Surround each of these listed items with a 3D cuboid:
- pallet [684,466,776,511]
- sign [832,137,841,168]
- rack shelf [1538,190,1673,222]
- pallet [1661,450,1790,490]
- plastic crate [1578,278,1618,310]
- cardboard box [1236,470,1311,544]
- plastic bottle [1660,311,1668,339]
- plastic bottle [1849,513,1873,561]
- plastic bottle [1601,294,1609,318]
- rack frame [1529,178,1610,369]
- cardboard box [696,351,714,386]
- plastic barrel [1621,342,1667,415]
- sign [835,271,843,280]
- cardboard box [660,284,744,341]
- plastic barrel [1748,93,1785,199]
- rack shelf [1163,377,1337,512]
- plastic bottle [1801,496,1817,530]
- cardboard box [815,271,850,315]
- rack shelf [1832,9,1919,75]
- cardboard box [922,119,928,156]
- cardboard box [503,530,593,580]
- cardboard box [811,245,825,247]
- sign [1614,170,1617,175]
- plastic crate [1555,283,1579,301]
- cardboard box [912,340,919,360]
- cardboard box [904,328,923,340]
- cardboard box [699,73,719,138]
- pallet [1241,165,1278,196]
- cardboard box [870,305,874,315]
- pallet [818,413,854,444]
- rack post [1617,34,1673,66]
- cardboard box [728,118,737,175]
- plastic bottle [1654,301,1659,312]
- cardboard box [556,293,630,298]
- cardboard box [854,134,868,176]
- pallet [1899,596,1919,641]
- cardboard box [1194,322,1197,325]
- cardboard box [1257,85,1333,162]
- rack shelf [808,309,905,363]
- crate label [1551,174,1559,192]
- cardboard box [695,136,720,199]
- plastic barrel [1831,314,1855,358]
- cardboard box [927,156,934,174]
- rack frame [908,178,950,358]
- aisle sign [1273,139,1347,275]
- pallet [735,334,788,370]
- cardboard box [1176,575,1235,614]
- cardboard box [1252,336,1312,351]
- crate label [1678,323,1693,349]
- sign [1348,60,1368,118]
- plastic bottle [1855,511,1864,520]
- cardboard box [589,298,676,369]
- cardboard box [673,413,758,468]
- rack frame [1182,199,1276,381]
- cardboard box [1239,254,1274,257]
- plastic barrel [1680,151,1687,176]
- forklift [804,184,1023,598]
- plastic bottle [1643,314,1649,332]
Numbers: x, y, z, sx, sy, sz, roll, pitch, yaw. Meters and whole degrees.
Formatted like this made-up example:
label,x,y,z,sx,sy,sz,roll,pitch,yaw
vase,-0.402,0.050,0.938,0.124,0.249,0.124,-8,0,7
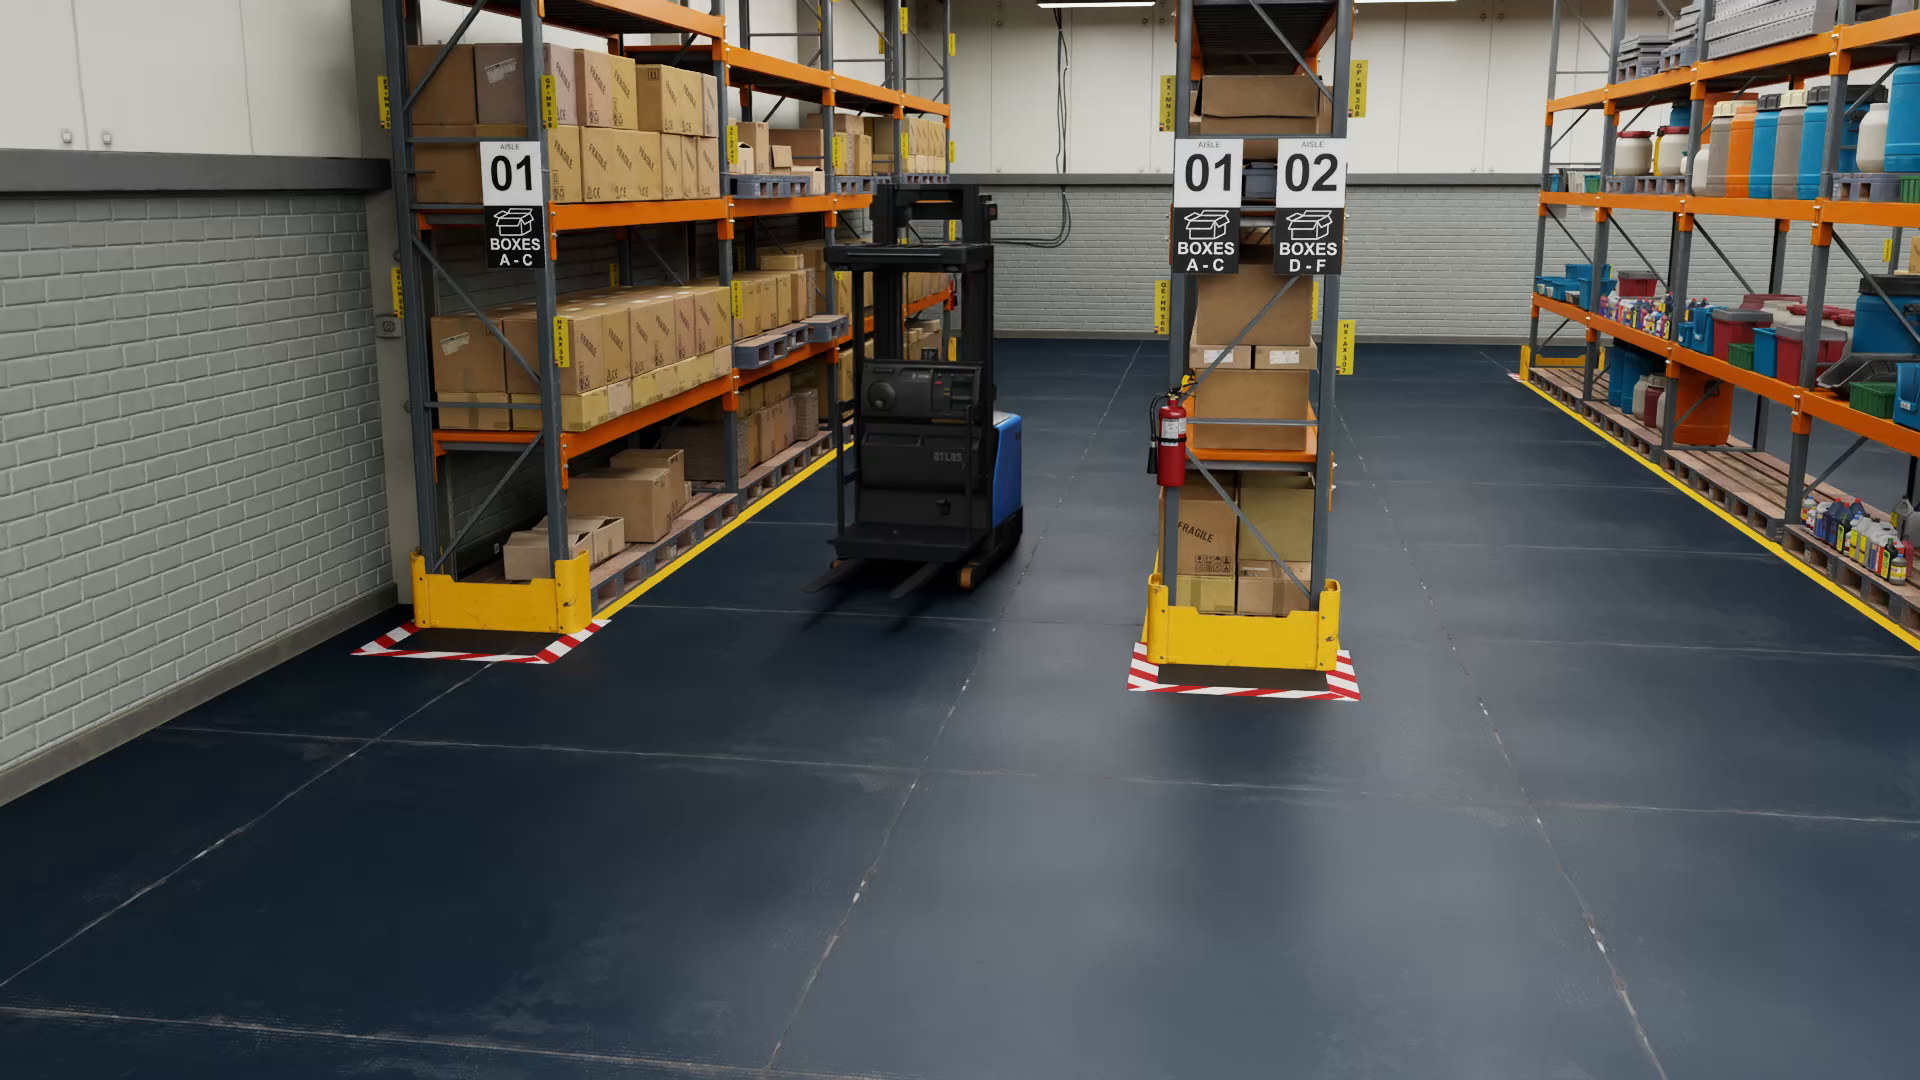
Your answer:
label,x,y,z,sx,sy,sz,roll,pitch,yaw
pallet,-2.388,-0.509,15.854,1.003,0.211,1.213,2,12,9
sign,-1.355,-4.244,18.217,0.100,0.325,0.005,2,12,9
rack shelf,8.821,-4.585,22.737,1.077,0.370,4.000,2,12,9
pallet,7.741,-0.698,16.733,1.003,0.211,1.213,2,12,9
plastic crate,8.248,-3.184,21.543,0.392,0.384,0.575,2,12,9
cardboard box,2.215,-0.258,11.822,0.500,0.500,0.500,2,12,9
plastic bottle,7.574,-2.311,17.872,0.061,0.283,0.133,2,12,9
plastic bottle,6.654,-0.027,12.241,0.144,0.351,0.185,2,12,8
plastic bottle,8.015,-2.907,20.639,0.061,0.283,0.133,2,12,9
rack frame,9.128,-3.887,24.909,1.000,3.000,0.127,2,12,9
cardboard box,-2.364,-1.435,13.838,0.500,0.250,0.500,2,12,9
plastic barrel,8.304,-1.974,20.015,0.600,0.901,0.708,2,12,9
sign,-1.353,-3.054,18.485,0.100,0.325,0.005,2,12,9
cardboard box,-2.394,-2.079,15.237,0.700,0.500,0.500,2,12,9
plastic barrel,7.348,-3.485,14.737,0.600,0.901,0.708,2,12,9
rack shelf,2.081,-0.782,12.210,1.077,0.370,4.000,2,12,9
plastic bottle,6.801,-0.218,13.317,0.097,0.271,0.097,0,12,0
cardboard box,-1.564,-2.839,19.058,0.500,0.500,0.500,2,12,10
rack shelf,6.975,-3.358,10.872,1.077,0.370,4.000,2,12,9
cardboard box,-0.746,-5.739,23.723,0.500,0.500,0.500,2,12,9
cardboard box,-2.926,0.081,11.836,0.500,0.311,0.500,0,12,2
cardboard box,-1.485,-3.311,19.467,0.500,0.250,0.500,2,12,8
sign,9.674,-5.288,24.537,0.100,0.325,0.005,2,12,9
plastic crate,8.516,-3.457,23.170,0.416,0.233,0.300,2,12,9
cardboard box,-0.979,-2.615,23.946,0.700,0.500,0.500,2,12,8
cardboard box,-0.747,-3.002,24.200,0.380,0.149,0.250,2,12,7
cardboard box,-2.315,-3.611,13.849,0.500,0.500,0.500,1,12,4
pallet,2.093,-2.542,11.757,1.003,0.211,1.213,2,12,9
cardboard box,-1.287,-2.920,20.970,0.380,0.149,0.250,2,12,7
pallet,-1.695,-1.341,19.715,1.003,0.211,1.213,2,12,9
rack post,8.353,-5.776,19.612,0.937,0.300,0.954,2,12,8
cardboard box,-2.343,-3.542,14.953,0.500,0.500,0.500,4,13,17
plastic bottle,8.646,-2.865,20.638,0.097,0.201,0.097,0,12,0
cardboard box,-2.950,-1.711,13.340,0.500,0.500,0.500,2,12,10
cardboard box,-1.541,-4.808,20.781,0.700,0.500,0.500,2,12,8
pallet,6.763,0.621,10.613,1.003,0.211,1.213,2,12,9
cardboard box,1.881,-1.492,12.020,0.380,0.149,0.250,2,12,8
cardboard box,2.299,-2.843,11.380,0.500,0.500,0.500,2,12,9
rack shelf,-1.584,-2.607,20.679,1.077,0.370,4.000,2,12,9
crate label,8.667,-5.099,23.766,0.408,0.251,0.502,2,12,9
cardboard box,-2.340,-3.121,13.952,0.500,0.500,0.500,2,12,10
plastic barrel,7.647,-1.647,14.195,0.433,0.535,0.433,0,12,0
cardboard box,-0.665,-5.477,24.290,0.500,0.250,0.500,2,12,7
rack frame,-0.661,-4.208,26.399,1.000,3.000,0.127,2,12,9
aisle sign,2.066,-1.965,9.819,0.394,0.787,0.004,2,12,9
pallet,-2.245,-1.771,15.544,1.003,0.211,1.213,2,12,9
cardboard box,1.564,0.300,11.011,0.500,0.250,0.500,2,12,9
cardboard box,2.166,-1.318,11.210,0.380,0.149,0.250,2,12,8
crate label,7.463,-2.064,16.849,0.303,0.233,0.416,2,12,9
sign,2.321,-2.631,9.697,0.100,0.325,0.005,2,12,9
plastic bottle,6.846,-0.082,12.684,0.097,0.271,0.097,0,12,0
cardboard box,-2.512,-1.588,12.769,0.500,0.500,0.500,2,12,10
cardboard box,-2.380,-0.966,16.245,0.700,0.500,0.500,2,12,8
rack frame,2.389,-1.550,14.066,1.000,3.000,0.127,2,12,9
cardboard box,2.019,-1.723,11.552,0.700,0.500,0.500,2,12,9
plastic barrel,7.918,-4.054,17.894,0.301,0.262,0.301,0,12,0
forklift,-0.349,-1.156,12.402,1.130,2.935,3.031,3,13,15
plastic bottle,7.715,-2.436,18.647,0.097,0.201,0.097,0,12,0
